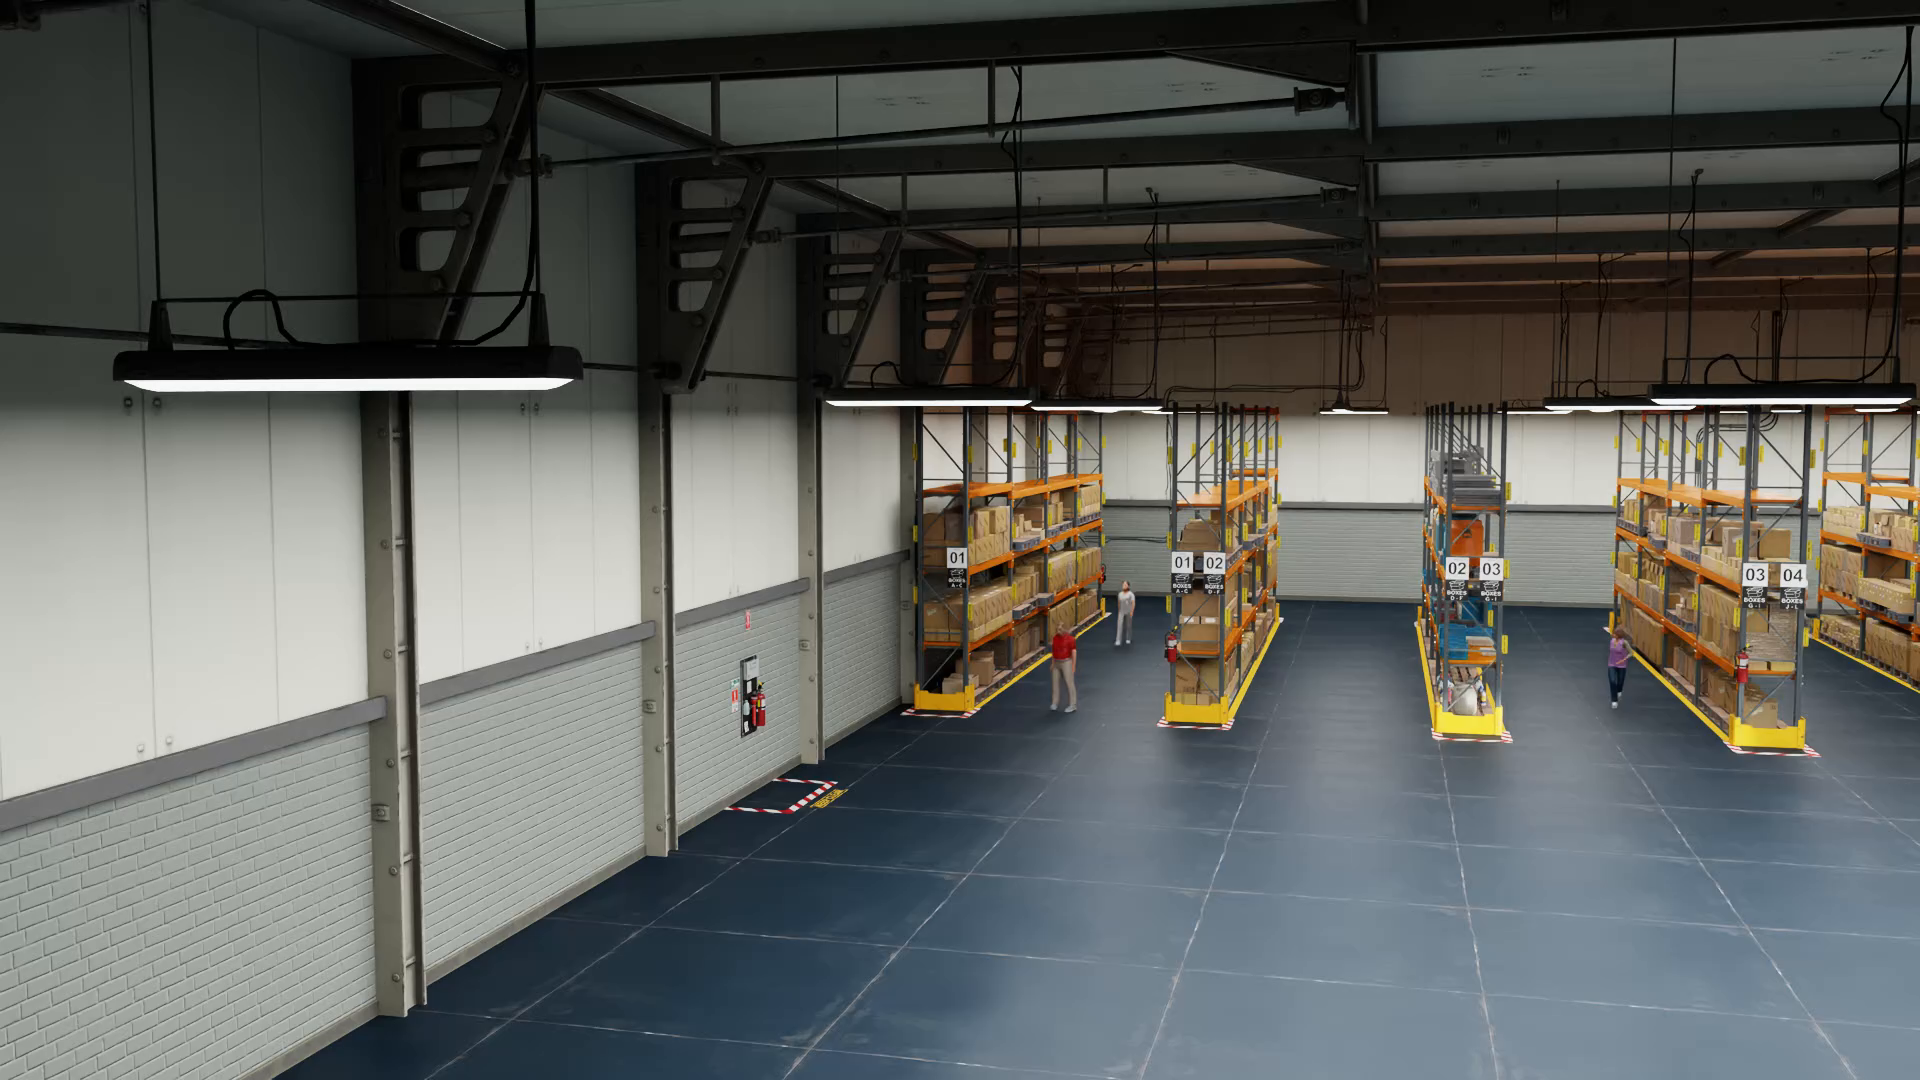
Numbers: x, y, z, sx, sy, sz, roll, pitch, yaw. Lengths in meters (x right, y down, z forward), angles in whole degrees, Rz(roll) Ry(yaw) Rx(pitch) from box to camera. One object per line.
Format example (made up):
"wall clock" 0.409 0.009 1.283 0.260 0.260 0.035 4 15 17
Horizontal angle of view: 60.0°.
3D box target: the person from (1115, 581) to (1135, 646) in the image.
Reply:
"person" 4.135 1.827 41.455 0.468 1.608 1.049 1 4 15

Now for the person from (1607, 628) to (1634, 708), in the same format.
"person" 13.089 2.527 32.975 0.473 1.575 0.659 2 5 21

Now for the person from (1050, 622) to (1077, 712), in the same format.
"person" 1.992 2.460 32.501 0.593 1.726 0.420 4 6 41

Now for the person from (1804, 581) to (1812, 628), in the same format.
"person" 22.407 1.609 44.345 0.518 1.641 0.496 -2 4 -20
